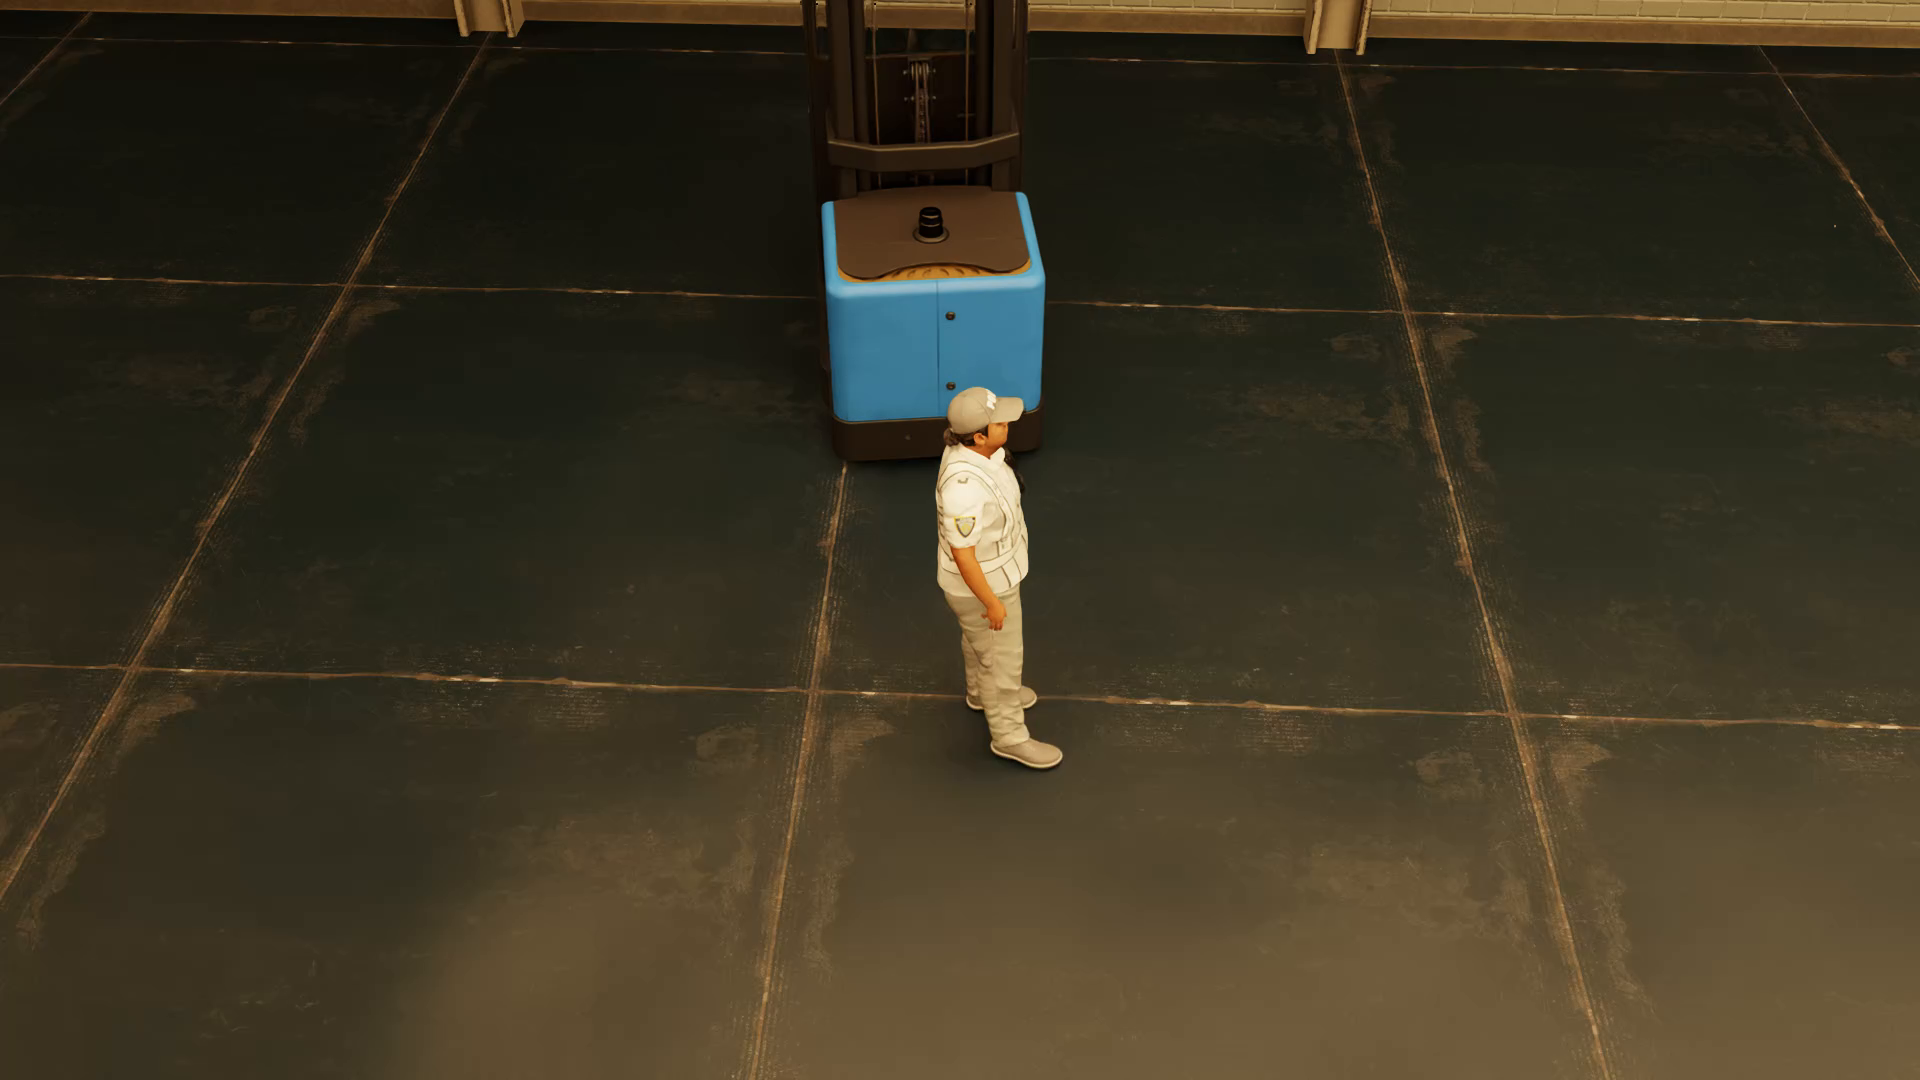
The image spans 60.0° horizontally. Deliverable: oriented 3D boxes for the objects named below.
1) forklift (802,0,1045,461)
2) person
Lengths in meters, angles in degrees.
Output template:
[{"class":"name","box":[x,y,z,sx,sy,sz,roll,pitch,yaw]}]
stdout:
[{"class":"forklift","box":[-0.239,-2.461,8.438,1.130,2.935,3.031,-4,43,-4]},{"class":"person","box":[0.171,0.125,6.533,0.529,1.669,0.601,2,42,2]}]
